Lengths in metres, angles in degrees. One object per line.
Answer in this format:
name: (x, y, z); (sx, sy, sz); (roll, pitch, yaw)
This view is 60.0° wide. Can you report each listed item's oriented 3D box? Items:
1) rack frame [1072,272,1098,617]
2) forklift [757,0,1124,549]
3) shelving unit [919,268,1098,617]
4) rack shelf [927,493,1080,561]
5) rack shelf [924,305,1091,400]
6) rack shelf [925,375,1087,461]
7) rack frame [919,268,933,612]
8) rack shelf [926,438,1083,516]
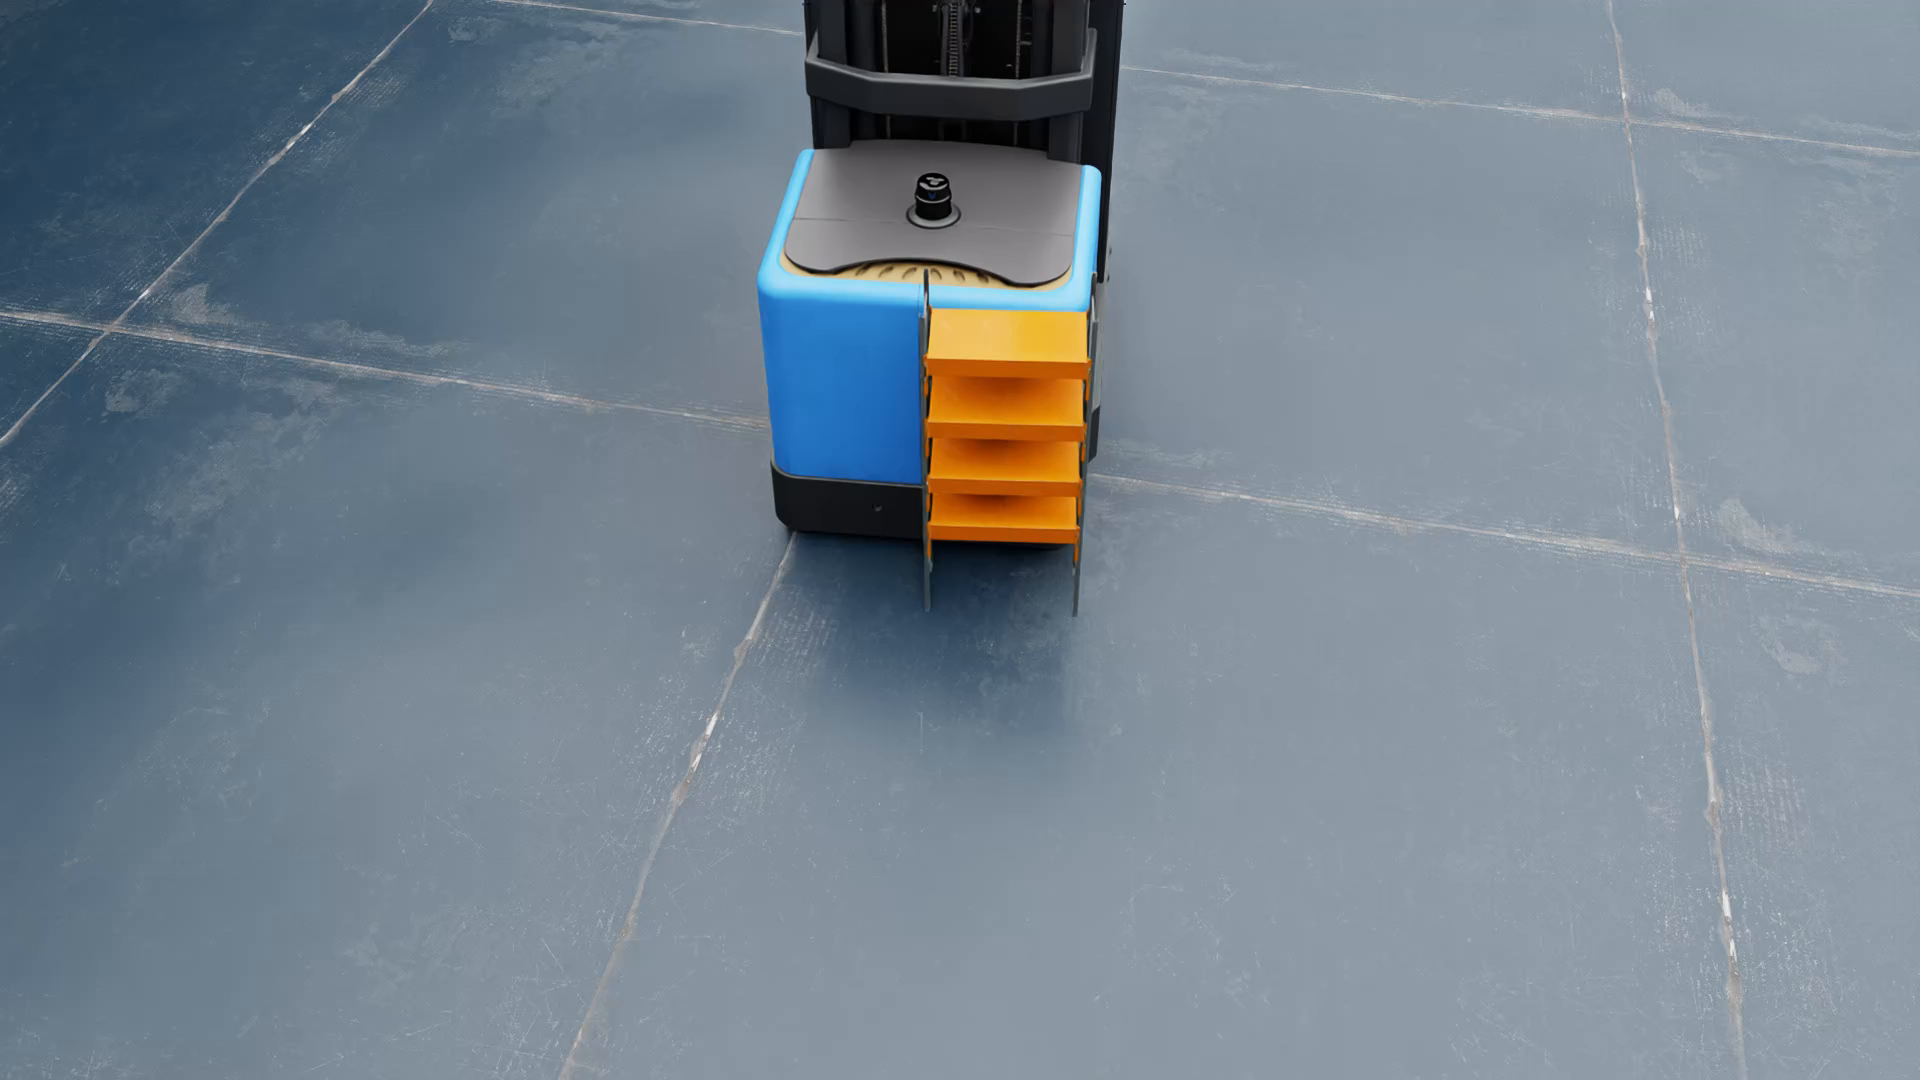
rack frame: (0.384, -0.262, 5.157); (0.015, 1.200, 0.240); (2, 44, 2)
forklift: (0.040, -2.049, 5.766); (1.130, 2.935, 3.031); (4, 44, 5)
shelving unit: (0.140, -0.270, 5.165); (0.503, 1.200, 0.258); (2, 44, 2)
rack shelf: (0.140, -0.078, 5.349); (0.480, 0.148, 0.258); (2, 44, 2)
rack shelf: (0.140, -0.553, 4.892); (0.480, 0.148, 0.258); (2, 44, 2)
rack shelf: (0.140, -0.382, 5.056); (0.480, 0.148, 0.258); (2, 44, 2)
rack frame: (-0.103, -0.277, 5.172); (0.015, 1.200, 0.240); (2, 44, 2)
rack shelf: (0.140, -0.221, 5.212); (0.480, 0.148, 0.258); (2, 44, 2)
